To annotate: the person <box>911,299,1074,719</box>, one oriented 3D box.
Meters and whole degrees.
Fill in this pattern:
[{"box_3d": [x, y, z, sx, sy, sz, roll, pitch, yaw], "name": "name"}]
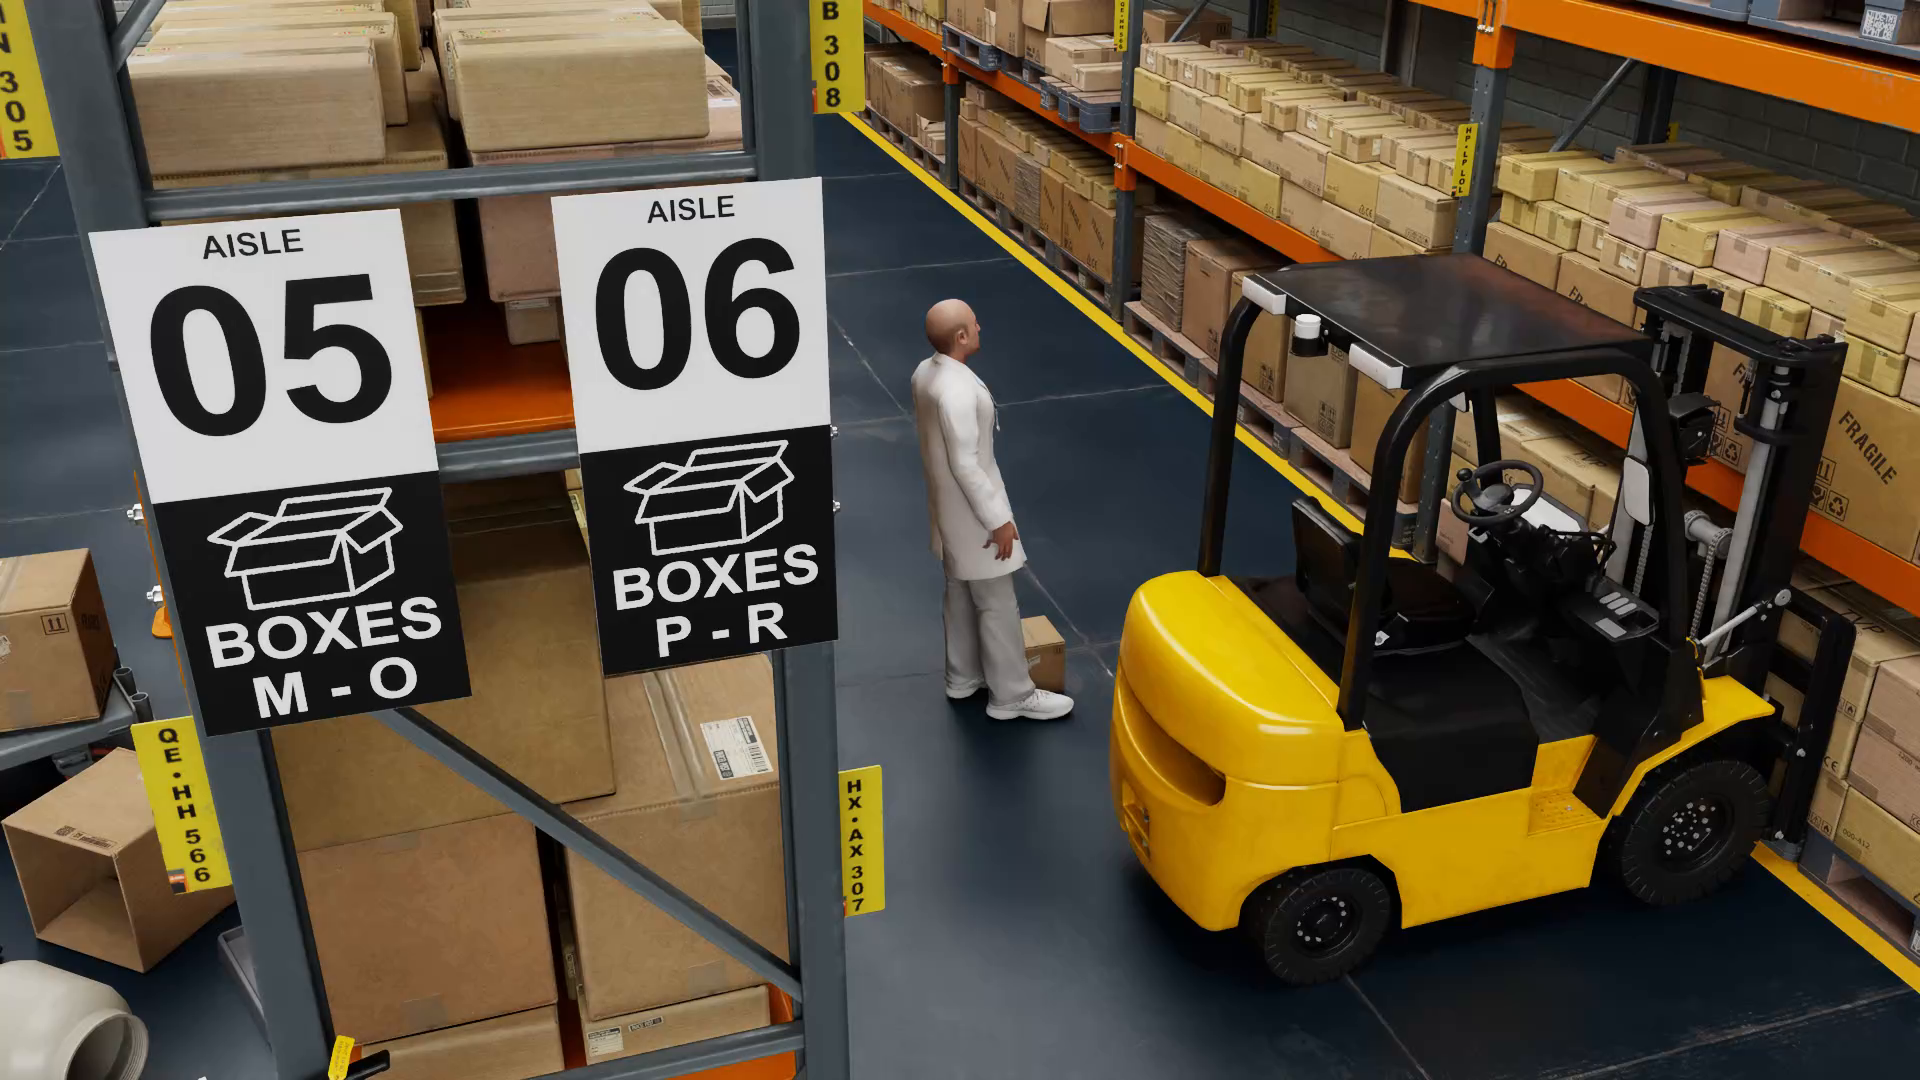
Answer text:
[{"box_3d": [0.124, -0.142, 6.901, 0.581, 1.776, 0.697, -8, 27, -16], "name": "person"}]
